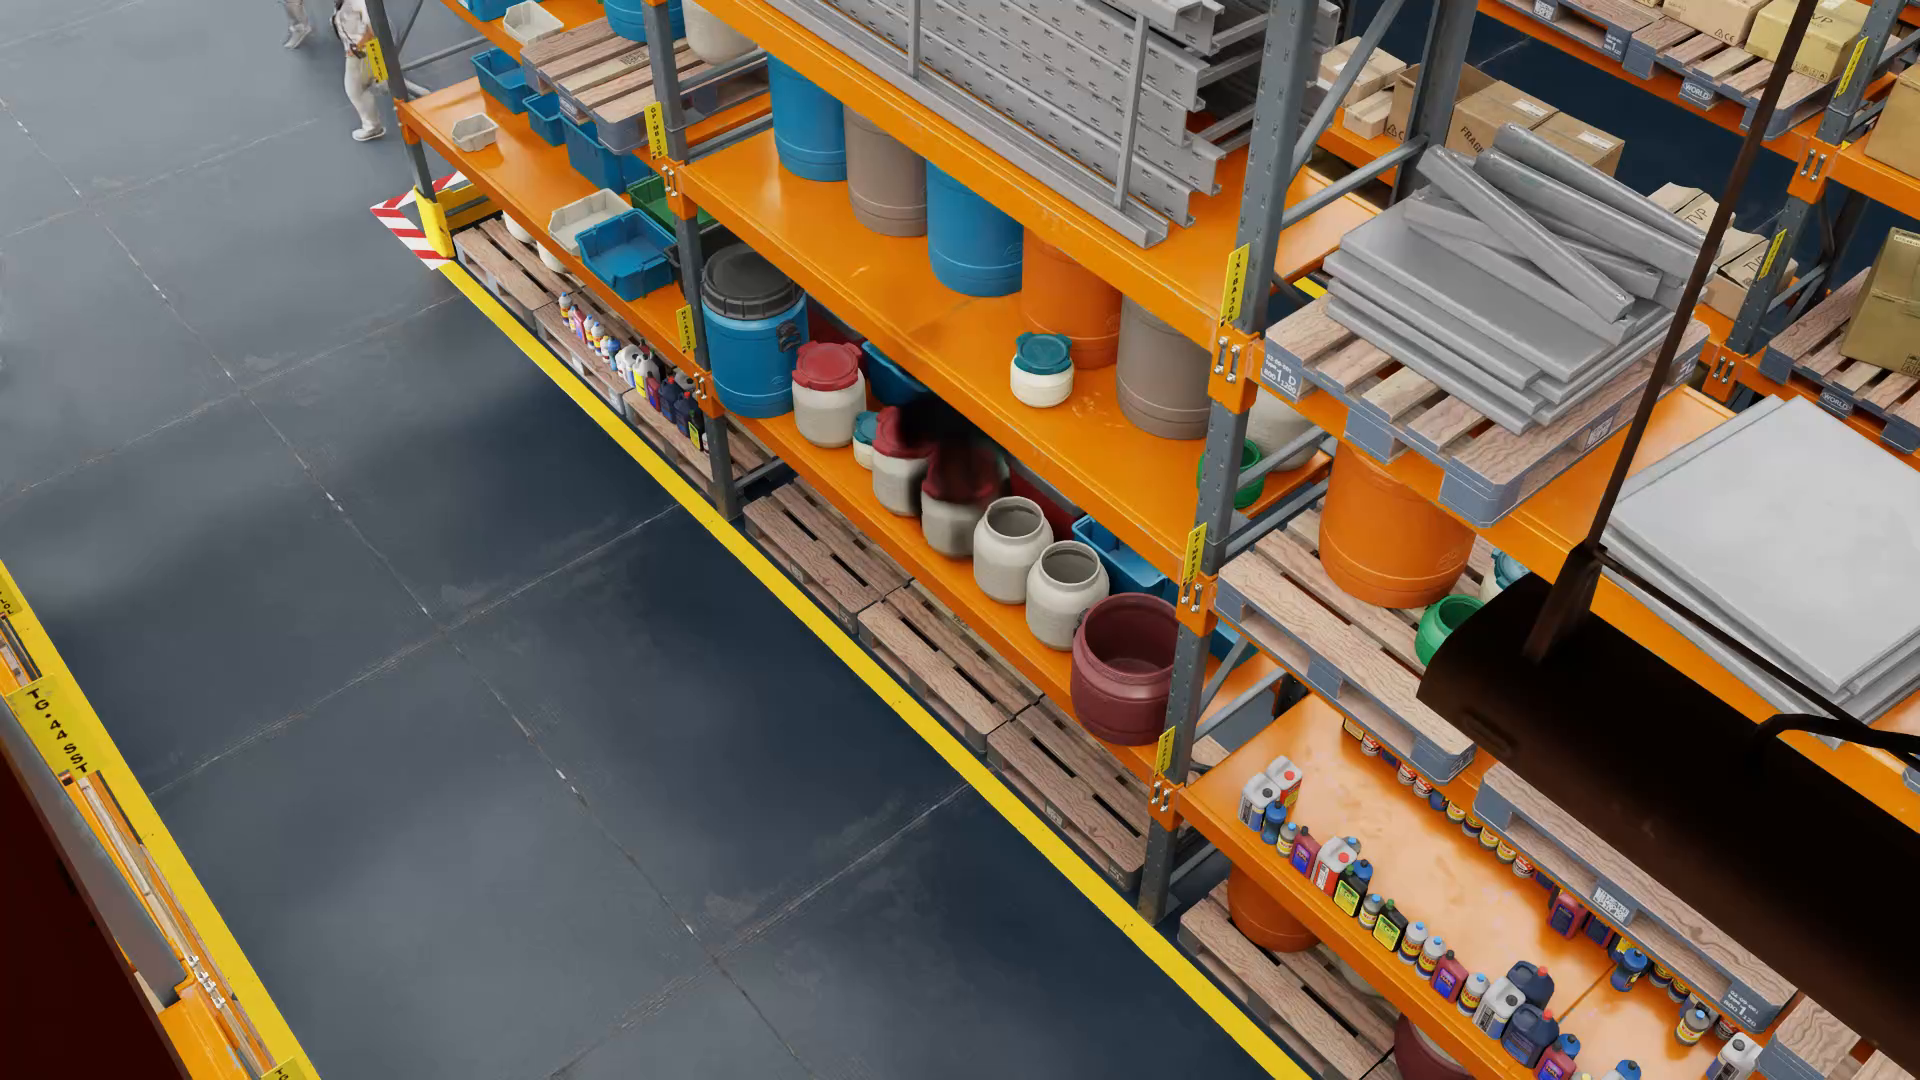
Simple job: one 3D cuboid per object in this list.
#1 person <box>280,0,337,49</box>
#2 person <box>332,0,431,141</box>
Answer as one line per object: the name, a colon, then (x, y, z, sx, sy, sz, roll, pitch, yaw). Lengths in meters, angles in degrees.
person: (-5.930, -5.308, 14.801, 0.799, 1.840, 0.700, -15, 48, -14)
person: (-4.847, -4.071, 13.726, 0.744, 1.667, 0.616, -2, 47, -2)
